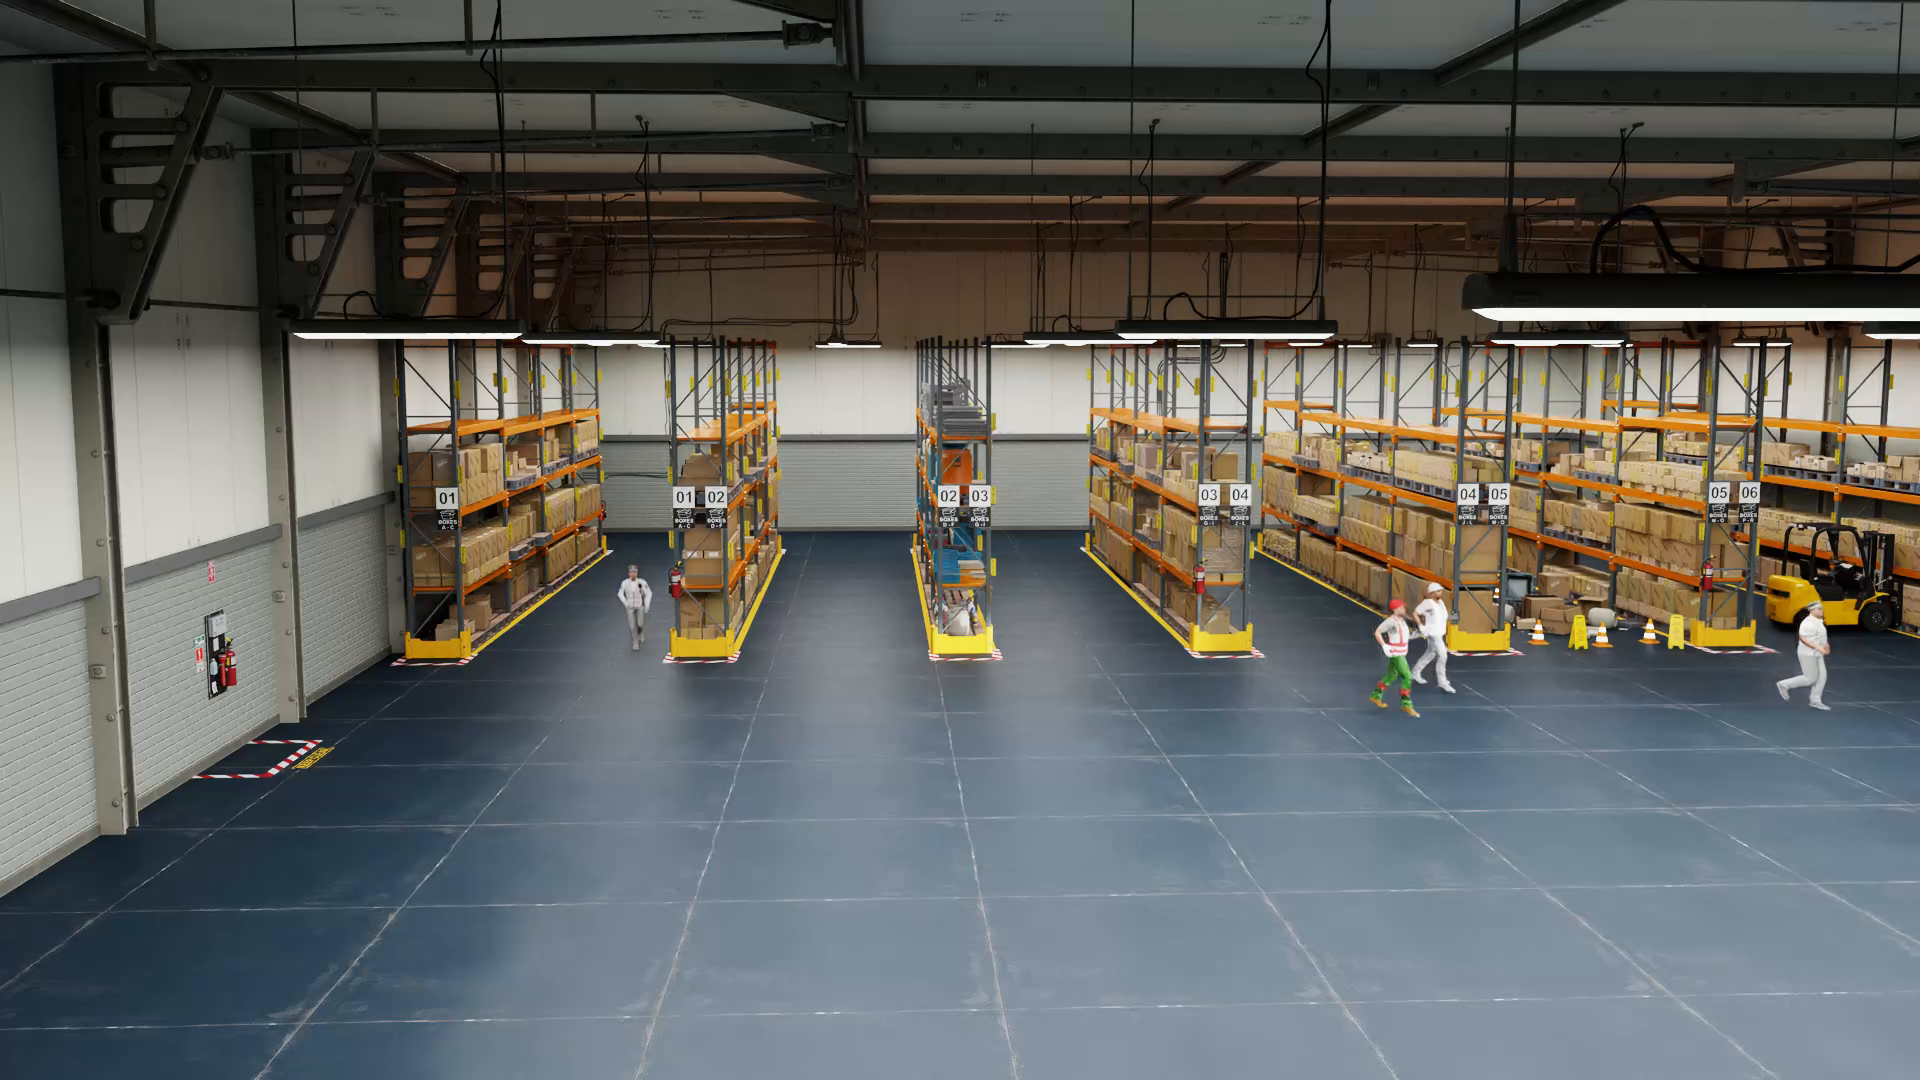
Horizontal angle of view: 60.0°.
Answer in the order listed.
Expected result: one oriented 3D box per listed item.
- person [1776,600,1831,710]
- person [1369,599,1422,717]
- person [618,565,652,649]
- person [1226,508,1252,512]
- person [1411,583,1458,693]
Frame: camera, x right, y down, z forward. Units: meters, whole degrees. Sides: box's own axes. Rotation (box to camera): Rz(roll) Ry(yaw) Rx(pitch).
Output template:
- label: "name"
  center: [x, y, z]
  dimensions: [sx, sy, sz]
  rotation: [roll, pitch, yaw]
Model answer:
- label: "person"
  center: [13.663, 1.830, 26.796]
  dimensions: [0.782, 1.774, 0.668]
  rotation: [6, 9, 43]
- label: "person"
  center: [6.885, 1.838, 26.276]
  dimensions: [0.840, 1.829, 0.655]
  rotation: [3, 7, 27]
- label: "person"
  center: [-6.244, 1.294, 31.901]
  dimensions: [0.635, 1.641, 0.530]
  rotation: [-1, 7, -6]
- label: "person"
  center: [8.088, -0.700, 49.049]
  dimensions: [0.903, 1.726, 0.814]
  rotation: [0, 6, 1]
- label: "person"
  center: [8.022, 1.626, 28.151]
  dimensions: [0.863, 1.821, 0.673]
  rotation: [5, 8, 35]
